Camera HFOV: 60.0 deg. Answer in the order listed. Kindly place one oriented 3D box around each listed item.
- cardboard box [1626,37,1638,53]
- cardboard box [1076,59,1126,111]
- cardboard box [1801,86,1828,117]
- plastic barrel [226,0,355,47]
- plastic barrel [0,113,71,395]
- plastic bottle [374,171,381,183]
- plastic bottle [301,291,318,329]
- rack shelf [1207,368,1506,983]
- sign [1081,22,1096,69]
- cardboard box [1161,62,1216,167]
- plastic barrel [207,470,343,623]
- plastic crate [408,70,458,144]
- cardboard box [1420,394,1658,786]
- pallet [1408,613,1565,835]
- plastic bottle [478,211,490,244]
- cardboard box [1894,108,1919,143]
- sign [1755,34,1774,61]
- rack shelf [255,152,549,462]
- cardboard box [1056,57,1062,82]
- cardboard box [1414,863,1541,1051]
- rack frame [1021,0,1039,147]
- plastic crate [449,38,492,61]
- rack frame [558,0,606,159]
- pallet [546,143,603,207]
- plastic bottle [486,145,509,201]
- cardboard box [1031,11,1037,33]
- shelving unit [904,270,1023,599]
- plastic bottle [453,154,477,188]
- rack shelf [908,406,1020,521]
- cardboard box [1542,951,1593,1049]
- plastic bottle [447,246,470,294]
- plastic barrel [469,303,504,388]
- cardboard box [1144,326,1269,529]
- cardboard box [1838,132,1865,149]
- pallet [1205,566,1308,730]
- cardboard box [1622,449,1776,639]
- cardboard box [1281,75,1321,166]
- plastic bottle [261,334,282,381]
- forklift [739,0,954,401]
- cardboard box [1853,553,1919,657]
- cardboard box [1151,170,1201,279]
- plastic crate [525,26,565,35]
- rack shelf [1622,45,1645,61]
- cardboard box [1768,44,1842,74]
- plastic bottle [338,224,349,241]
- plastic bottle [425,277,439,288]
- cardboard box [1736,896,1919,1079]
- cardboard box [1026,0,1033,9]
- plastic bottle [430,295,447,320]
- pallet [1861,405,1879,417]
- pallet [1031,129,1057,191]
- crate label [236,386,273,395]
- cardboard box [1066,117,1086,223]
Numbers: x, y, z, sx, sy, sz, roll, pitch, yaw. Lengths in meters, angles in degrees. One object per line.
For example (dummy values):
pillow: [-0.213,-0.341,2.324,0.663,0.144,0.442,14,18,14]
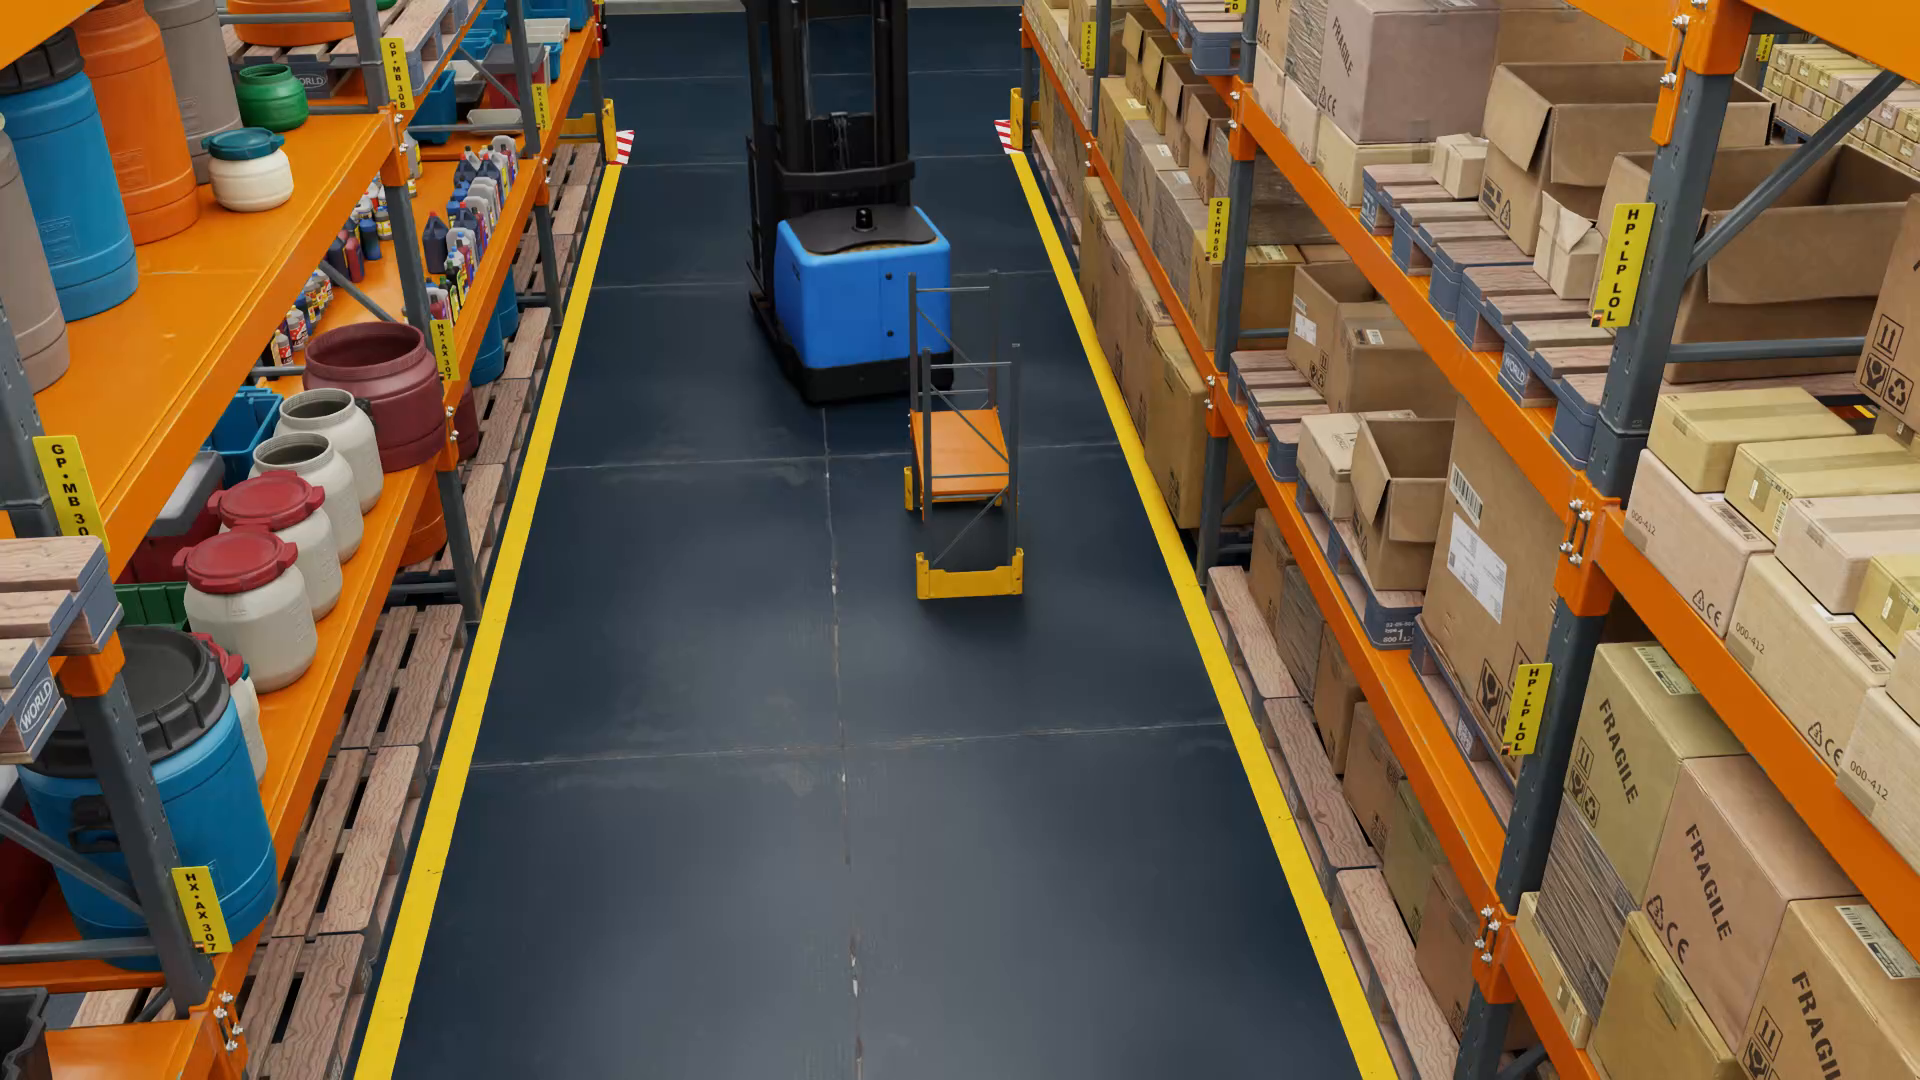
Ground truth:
cardboard box: [5.935,-4.263,14.208,0.380,0.149,0.250,-2,31,-3]
cardboard box: [1.158,-3.394,12.364,0.500,0.250,0.500,-3,31,-6]
cardboard box: [6.038,-3.017,11.421,0.380,0.149,0.250,-2,31,-3]
plastic barrel: [-3.147,-2.781,7.727,0.600,0.830,0.708,-3,31,-5]
plastic barrel: [-3.048,-0.883,4.888,0.600,0.901,0.600,0,31,0]
plastic bottle: [-3.789,-2.324,10.841,0.097,0.271,0.097,0,31,0]
plastic bottle: [-3.601,-1.266,9.138,0.097,0.201,0.097,0,31,0]
rack shelf: [2.021,0.254,7.101,1.077,0.370,4.000,-3,31,-5]
sign: [0.908,-3.496,11.757,0.100,0.325,0.005,-3,31,-5]
cardboard box: [1.655,-2.598,10.099,0.797,0.503,0.637,-2,31,-3]
plastic barrel: [-2.703,0.051,6.607,0.433,0.535,0.433,0,31,0]
plastic crate: [-3.854,-3.122,12.008,0.392,0.384,0.575,-3,31,-5]
cardboard box: [2.273,0.116,5.636,1.000,1.000,1.000,-3,31,-4]
pallet: [2.281,0.652,5.921,1.003,0.211,1.213,-3,31,-5]
plastic bottle: [-2.959,-1.921,10.234,0.097,0.201,0.097,0,31,0]
cardboard box: [6.138,-2.611,10.452,0.380,0.149,0.250,-2,31,-3]
sign: [5.869,-3.646,12.084,0.100,0.325,0.005,-3,31,-5]
rack shelf: [-3.284,-1.551,10.123,1.077,0.370,4.000,-3,31,-5]
cardboard box: [0.985,-3.806,13.442,0.380,0.149,0.250,-3,31,-5]
cardboard box: [2.172,1.536,6.262,0.700,0.500,0.500,-5,31,-8]
rack frame: [1.087,-5.160,15.464,1.000,3.000,0.127,-3,31,-5]
plastic crate: [-3.998,-3.910,13.475,0.416,0.233,0.300,-3,31,-5]
rack frame: [-3.845,-4.923,15.067,1.000,3.000,0.127,-3,31,-5]
pallet: [-3.806,-3.303,15.074,1.003,0.211,1.213,-3,31,-5]
plastic bottle: [-3.059,-2.406,10.901,0.144,0.351,0.185,-3,31,-5]
cardboard box: [0.841,-4.594,14.761,0.380,0.149,0.250,-3,31,-6]
shelving unit: [0.007,-0.605,9.300,0.587,1.500,1.083,-3,31,-5]
plastic bottle: [-3.185,-2.305,10.731,0.144,0.351,0.185,-3,31,-5]
rack shelf: [0.008,-0.446,9.385,0.538,0.185,1.000,-3,31,-5]
cardboard box: [1.939,1.327,4.849,0.380,0.149,0.250,-3,31,-5]
plastic bottle: [-2.886,-1.552,9.549,0.097,0.271,0.097,0,31,0]
plastic barrel: [-3.371,-1.520,11.007,0.600,0.901,0.708,-3,31,-5]
cardboard box: [1.790,-0.697,9.655,1.225,0.875,0.875,-4,31,-7]
cardboard box: [6.085,-2.626,11.057,0.380,0.149,0.250,-4,31,-7]
pallet: [1.906,0.520,8.673,1.003,0.211,1.213,-3,31,-5]
cardboard box: [1.995,-0.015,4.071,0.500,0.250,0.500,-4,31,-7]
cardboard box: [1.672,-1.785,7.034,0.500,0.250,0.500,-2,31,-3]
plastic bottle: [-3.560,-0.975,8.570,0.061,0.283,0.133,-3,31,-5]
forklift: [-0.964,-2.933,11.802,1.130,2.935,3.031,-9,32,-15]
cardboard box: [2.094,0.148,3.409,0.380,0.149,0.250,-2,31,-3]
cardboard box: [1.449,-1.879,9.873,0.500,0.500,0.500,-4,31,-6]
plastic crate: [-3.575,-4.279,14.188,0.396,0.136,0.243,-3,31,-5]
rack shelf: [6.221,-4.016,14.251,1.077,0.370,4.000,-3,31,-5]
cardboard box: [5.987,-3.409,11.787,0.380,0.149,0.250,-1,31,-2]
plastic bottle: [-3.636,-1.724,9.824,0.061,0.283,0.133,-3,31,-5]
plastic bottle: [-2.903,-1.314,9.149,0.097,0.271,0.097,0,31,0]
cardboard box: [2.091,1.119,3.589,0.500,0.500,0.500,-3,31,-5]
cardboard box: [0.863,-4.966,14.994,0.500,0.250,0.500,-4,31,-6]
plastic bottle: [-2.801,-1.195,8.939,0.061,0.283,0.133,-3,31,-5]
pallet: [6.599,-1.085,11.361,1.003,0.211,1.213,-3,31,-5]
pallet: [1.239,-3.559,15.502,1.003,0.211,1.213,-3,31,-5]
crate label: [-3.431,-0.534,7.882,0.303,0.233,0.416,-3,31,-5]
cardboard box: [1.394,-3.187,13.822,0.875,0.875,0.875,-3,31,-5]
